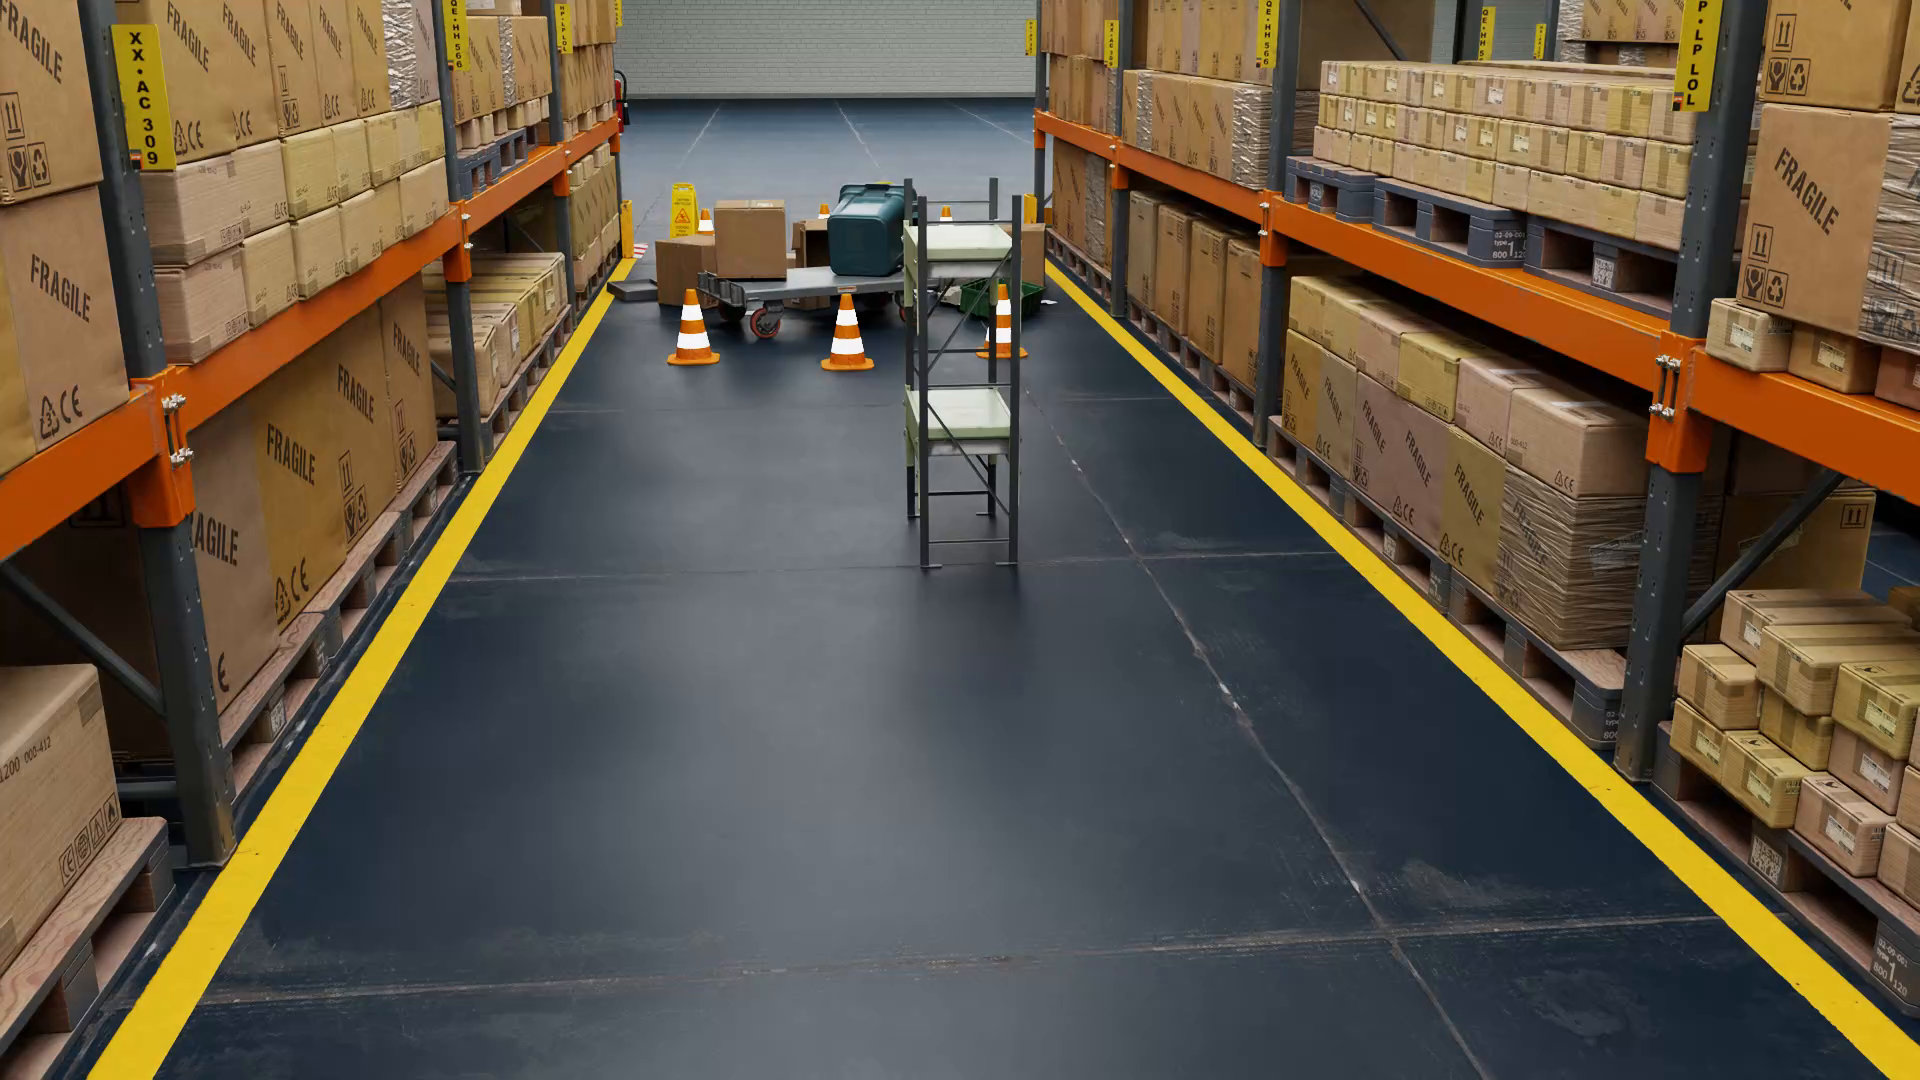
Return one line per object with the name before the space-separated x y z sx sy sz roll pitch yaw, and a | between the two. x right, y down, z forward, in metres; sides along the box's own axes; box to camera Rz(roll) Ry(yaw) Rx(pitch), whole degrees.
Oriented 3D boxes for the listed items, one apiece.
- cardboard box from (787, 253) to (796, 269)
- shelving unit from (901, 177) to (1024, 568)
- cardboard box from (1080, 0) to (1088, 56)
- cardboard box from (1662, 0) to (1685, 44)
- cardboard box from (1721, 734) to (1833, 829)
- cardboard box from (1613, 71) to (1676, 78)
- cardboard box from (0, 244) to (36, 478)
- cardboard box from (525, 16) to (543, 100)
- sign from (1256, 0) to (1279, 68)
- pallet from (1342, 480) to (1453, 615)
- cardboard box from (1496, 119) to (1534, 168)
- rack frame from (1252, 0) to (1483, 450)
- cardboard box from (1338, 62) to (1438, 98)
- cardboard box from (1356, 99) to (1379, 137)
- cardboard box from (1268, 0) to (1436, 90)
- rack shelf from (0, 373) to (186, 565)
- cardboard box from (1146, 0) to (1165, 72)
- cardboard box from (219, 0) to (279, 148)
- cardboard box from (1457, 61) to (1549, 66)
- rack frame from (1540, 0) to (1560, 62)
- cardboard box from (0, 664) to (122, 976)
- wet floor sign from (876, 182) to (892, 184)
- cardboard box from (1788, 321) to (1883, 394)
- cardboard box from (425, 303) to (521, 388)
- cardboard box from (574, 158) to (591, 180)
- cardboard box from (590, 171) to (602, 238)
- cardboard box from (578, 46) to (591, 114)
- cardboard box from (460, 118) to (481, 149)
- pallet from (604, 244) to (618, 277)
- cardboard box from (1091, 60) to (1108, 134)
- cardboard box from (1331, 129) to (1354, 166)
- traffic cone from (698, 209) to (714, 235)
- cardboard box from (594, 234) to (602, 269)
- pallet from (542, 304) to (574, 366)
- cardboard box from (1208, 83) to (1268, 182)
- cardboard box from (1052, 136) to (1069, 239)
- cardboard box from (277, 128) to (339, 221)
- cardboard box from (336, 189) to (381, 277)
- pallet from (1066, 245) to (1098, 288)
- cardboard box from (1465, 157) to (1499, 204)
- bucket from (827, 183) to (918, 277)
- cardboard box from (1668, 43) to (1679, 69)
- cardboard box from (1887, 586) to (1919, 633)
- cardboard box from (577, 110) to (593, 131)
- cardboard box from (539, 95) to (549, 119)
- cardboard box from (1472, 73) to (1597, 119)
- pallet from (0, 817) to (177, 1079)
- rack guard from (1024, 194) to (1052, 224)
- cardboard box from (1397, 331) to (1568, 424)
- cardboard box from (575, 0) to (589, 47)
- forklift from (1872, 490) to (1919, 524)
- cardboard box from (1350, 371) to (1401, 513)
cardboard box | -1.544 -2.448 14.726 0.380 0.149 0.250 8 19 23
shelving unit | -0.001 -0.718 6.959 0.431 1.500 0.755 -2 18 -6
cardboard box | 1.480 -4.308 13.839 0.875 0.550 0.500 -2 18 -6
cardboard box | 6.158 -4.341 13.663 0.500 0.500 0.500 -2 18 -6
cardboard box | 2.208 0.614 4.273 0.380 0.149 0.250 -1 17 -4
cardboard box | 2.714 -1.705 6.326 0.380 0.149 0.250 -1 17 -4
cardboard box | -2.089 -0.325 3.038 0.500 0.500 0.500 -2 18 -7
cardboard box | -2.947 -3.056 10.539 0.500 0.500 0.500 -2 18 -5
sign | 1.499 -2.470 8.104 0.100 0.325 0.005 -2 18 -6
pallet | 2.252 -0.010 6.856 1.003 0.211 1.213 -2 18 -6
cardboard box | 2.116 -1.390 5.819 0.380 0.149 0.250 -3 18 -8
rack frame | 2.050 -1.936 8.335 1.000 3.000 0.127 -2 18 -6
cardboard box | 1.936 -2.076 7.508 0.380 0.149 0.250 -2 18 -7
cardboard box | 1.961 -1.848 7.276 0.380 0.149 0.250 -2 18 -7
cardboard box | 2.014 -2.594 8.597 0.700 0.500 0.500 -2 18 -6
rack shelf | -2.244 0.378 2.166 1.077 0.370 4.000 -2 18 -6
cardboard box | 1.695 -3.504 11.496 0.700 0.500 0.500 -2 18 -7
cardboard box | -2.290 -1.376 4.717 0.500 0.500 0.500 -2 18 -6
cardboard box | 2.557 -2.168 7.800 0.380 0.149 0.250 -2 18 -8
rack frame | 6.169 -4.442 16.319 1.000 3.000 0.127 -2 18 -6
cardboard box | -2.492 0.652 3.670 0.875 0.438 0.875 -2 18 -6
wet floor sign | -0.747 -3.143 16.112 0.267 0.644 0.232 -5 18 -15
cardboard box | 2.267 -0.455 4.038 0.380 0.149 0.250 -1 17 -4
cardboard box | -2.995 -1.088 9.319 0.950 0.372 0.625 -2 18 -7
cardboard box | -3.076 -2.876 12.886 0.380 0.149 0.250 -1 17 -4
cardboard box | -3.186 -2.688 13.370 0.500 0.500 0.500 -1 17 -3
cardboard box | -3.157 -3.573 12.885 0.500 0.500 0.500 -2 18 -6
cardboard box | -2.689 -2.104 8.589 0.380 0.149 0.250 -3 18 -9
pallet | -3.631 -2.540 14.915 1.003 0.211 1.213 -2 18 -6
cardboard box | 1.509 -3.472 12.977 0.875 0.550 0.550 -2 18 -6
cardboard box | 1.923 -1.797 7.611 0.380 0.149 0.250 -1 17 -3
traffic cone | -2.360 -2.838 15.443 0.336 0.463 0.334 -2 18 -6
cardboard box | -3.191 -2.334 13.492 0.500 0.250 0.500 -2 18 -6
pallet | -3.194 -1.382 11.227 1.003 0.211 1.213 -2 18 -6
cardboard box | 1.687 -2.258 9.194 0.500 0.500 0.500 -2 18 -6
cardboard box | 1.361 -3.306 15.545 0.875 0.875 0.875 -2 18 -5
cardboard box | -2.322 -1.173 5.322 0.500 0.250 0.500 -2 17 -5
cardboard box | -2.367 -1.085 5.876 0.500 0.250 0.500 -2 18 -7
pallet | 1.508 -2.390 14.438 1.003 0.211 1.213 -2 18 -6
cardboard box | 2.088 -1.325 6.107 0.380 0.149 0.250 -1 17 -3
bucket | -0.669 -2.260 12.296 0.726 0.611 0.620 4 28 13
cardboard box | 6.429 -3.872 13.839 0.875 0.500 0.500 -2 18 -6
cardboard box | 2.759 0.230 4.502 0.380 0.149 0.250 -1 17 -4
cardboard box | -3.111 -3.310 13.131 0.380 0.149 0.250 -2 18 -5
cardboard box | -2.948 -2.880 11.062 0.380 0.149 0.250 -2 17 -5
cardboard box | 2.094 -1.610 6.023 0.380 0.149 0.250 -3 18 -8
pallet | -2.450 0.998 3.644 1.003 0.211 1.213 -2 18 -6
rack guard | 1.223 -3.134 16.324 1.175 0.500 0.348 -2 18 -6
cardboard box | 2.026 -0.634 6.409 0.500 0.250 0.500 -3 18 -8
cardboard box | -3.136 -3.902 12.264 0.700 0.500 0.500 -2 18 -5
forklift | 4.600 -1.691 7.671 1.130 2.935 3.031 -2 18 -5
cardboard box | 1.983 -0.422 6.987 0.500 0.500 0.500 -2 18 -7
